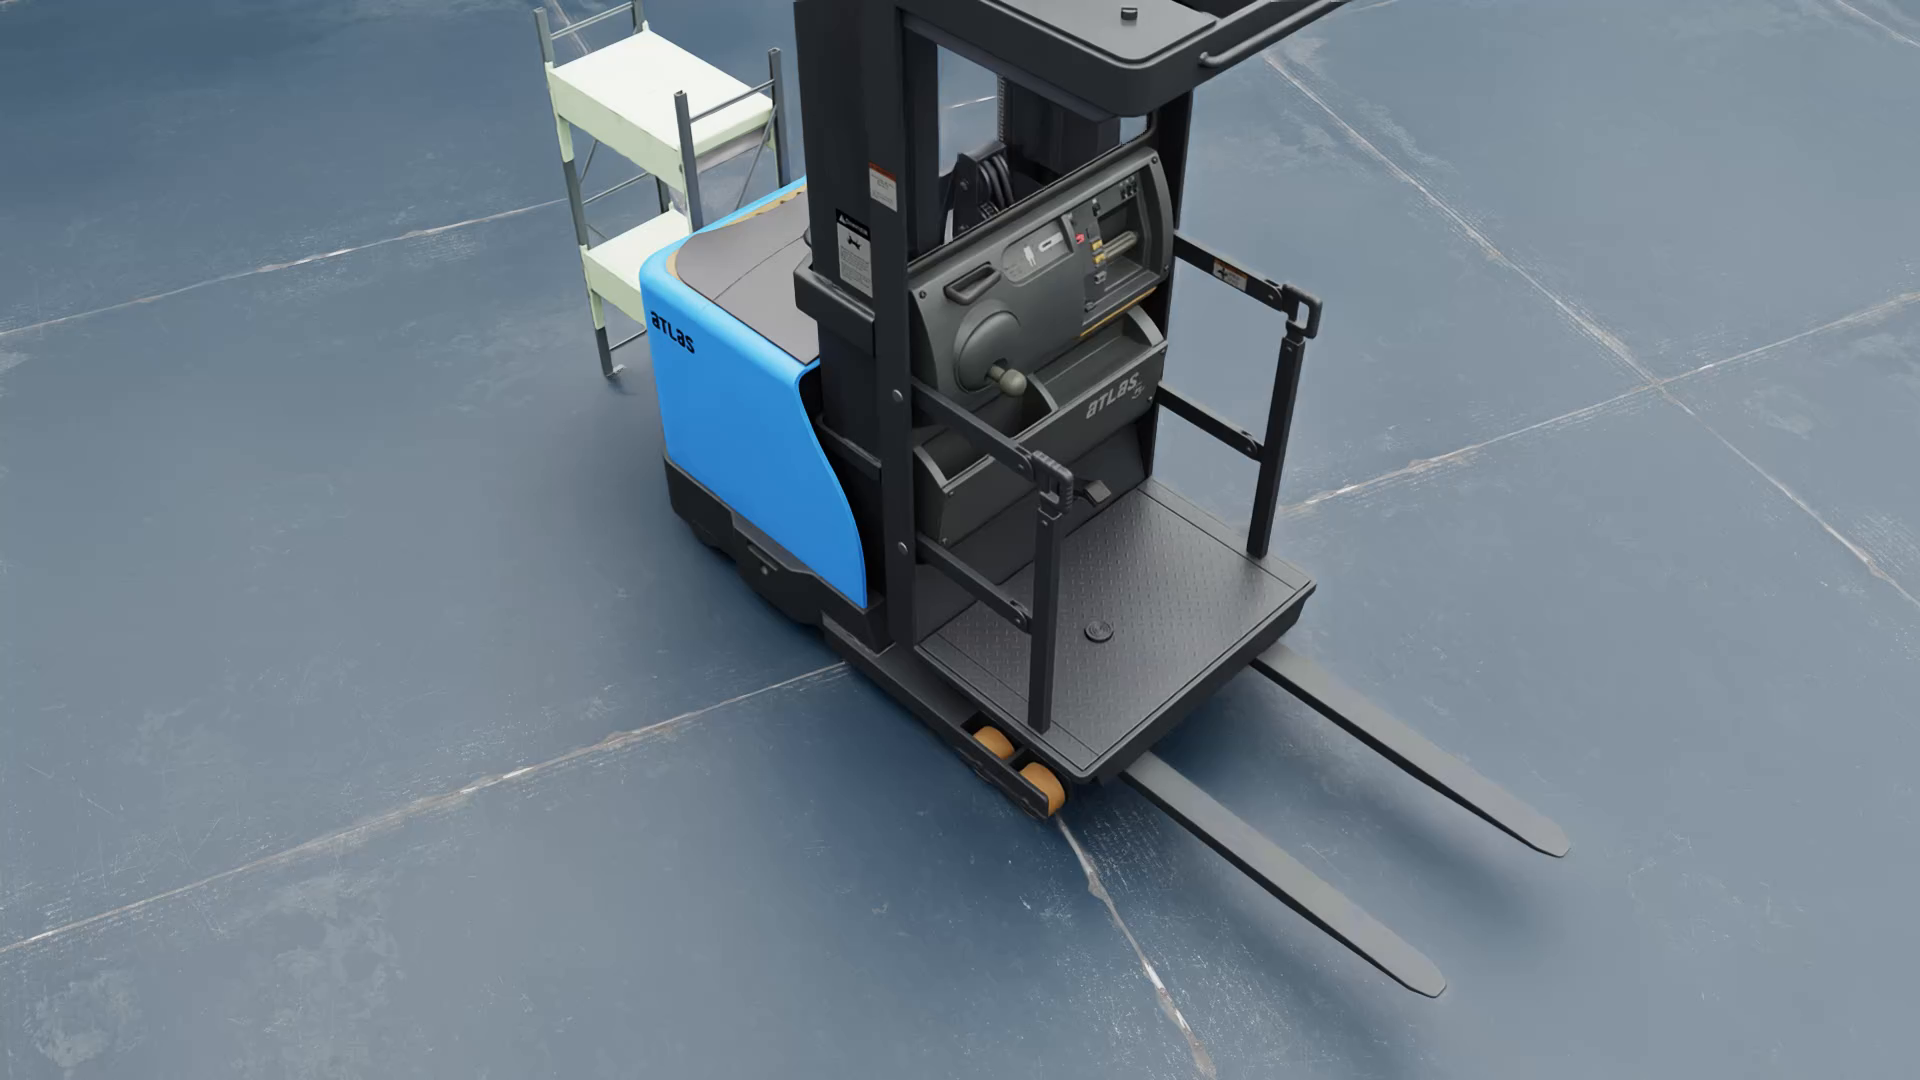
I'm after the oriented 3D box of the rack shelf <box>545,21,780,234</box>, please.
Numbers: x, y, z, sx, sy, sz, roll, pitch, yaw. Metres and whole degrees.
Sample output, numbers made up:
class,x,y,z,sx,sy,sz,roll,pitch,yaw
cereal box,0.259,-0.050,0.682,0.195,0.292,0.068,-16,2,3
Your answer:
class,x,y,z,sx,sy,sz,roll,pitch,yaw
rack shelf,-0.964,-1.354,5.498,0.431,0.370,0.720,-35,54,-30

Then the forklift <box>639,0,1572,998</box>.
class,x,y,z,sx,sy,sz,roll,pitch,yaw
forklift,0.388,-0.635,4.307,1.130,2.935,3.031,-35,54,-30

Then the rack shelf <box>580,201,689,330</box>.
class,x,y,z,sx,sy,sz,roll,pitch,yaw
rack shelf,-0.964,-0.844,6.001,0.431,0.370,0.720,-35,54,-30

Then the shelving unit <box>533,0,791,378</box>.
class,x,y,z,sx,sy,sz,roll,pitch,yaw
shelving unit,-0.964,-1.076,5.772,0.431,1.500,0.755,-35,54,-30

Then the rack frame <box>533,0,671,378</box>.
class,x,y,z,sx,sy,sz,roll,pitch,yaw
rack frame,-1.221,-1.259,5.958,0.400,1.500,0.023,-35,54,-30

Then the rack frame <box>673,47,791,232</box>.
class,x,y,z,sx,sy,sz,roll,pitch,yaw
rack frame,-0.707,-0.893,5.587,0.400,1.500,0.023,-35,54,-30
